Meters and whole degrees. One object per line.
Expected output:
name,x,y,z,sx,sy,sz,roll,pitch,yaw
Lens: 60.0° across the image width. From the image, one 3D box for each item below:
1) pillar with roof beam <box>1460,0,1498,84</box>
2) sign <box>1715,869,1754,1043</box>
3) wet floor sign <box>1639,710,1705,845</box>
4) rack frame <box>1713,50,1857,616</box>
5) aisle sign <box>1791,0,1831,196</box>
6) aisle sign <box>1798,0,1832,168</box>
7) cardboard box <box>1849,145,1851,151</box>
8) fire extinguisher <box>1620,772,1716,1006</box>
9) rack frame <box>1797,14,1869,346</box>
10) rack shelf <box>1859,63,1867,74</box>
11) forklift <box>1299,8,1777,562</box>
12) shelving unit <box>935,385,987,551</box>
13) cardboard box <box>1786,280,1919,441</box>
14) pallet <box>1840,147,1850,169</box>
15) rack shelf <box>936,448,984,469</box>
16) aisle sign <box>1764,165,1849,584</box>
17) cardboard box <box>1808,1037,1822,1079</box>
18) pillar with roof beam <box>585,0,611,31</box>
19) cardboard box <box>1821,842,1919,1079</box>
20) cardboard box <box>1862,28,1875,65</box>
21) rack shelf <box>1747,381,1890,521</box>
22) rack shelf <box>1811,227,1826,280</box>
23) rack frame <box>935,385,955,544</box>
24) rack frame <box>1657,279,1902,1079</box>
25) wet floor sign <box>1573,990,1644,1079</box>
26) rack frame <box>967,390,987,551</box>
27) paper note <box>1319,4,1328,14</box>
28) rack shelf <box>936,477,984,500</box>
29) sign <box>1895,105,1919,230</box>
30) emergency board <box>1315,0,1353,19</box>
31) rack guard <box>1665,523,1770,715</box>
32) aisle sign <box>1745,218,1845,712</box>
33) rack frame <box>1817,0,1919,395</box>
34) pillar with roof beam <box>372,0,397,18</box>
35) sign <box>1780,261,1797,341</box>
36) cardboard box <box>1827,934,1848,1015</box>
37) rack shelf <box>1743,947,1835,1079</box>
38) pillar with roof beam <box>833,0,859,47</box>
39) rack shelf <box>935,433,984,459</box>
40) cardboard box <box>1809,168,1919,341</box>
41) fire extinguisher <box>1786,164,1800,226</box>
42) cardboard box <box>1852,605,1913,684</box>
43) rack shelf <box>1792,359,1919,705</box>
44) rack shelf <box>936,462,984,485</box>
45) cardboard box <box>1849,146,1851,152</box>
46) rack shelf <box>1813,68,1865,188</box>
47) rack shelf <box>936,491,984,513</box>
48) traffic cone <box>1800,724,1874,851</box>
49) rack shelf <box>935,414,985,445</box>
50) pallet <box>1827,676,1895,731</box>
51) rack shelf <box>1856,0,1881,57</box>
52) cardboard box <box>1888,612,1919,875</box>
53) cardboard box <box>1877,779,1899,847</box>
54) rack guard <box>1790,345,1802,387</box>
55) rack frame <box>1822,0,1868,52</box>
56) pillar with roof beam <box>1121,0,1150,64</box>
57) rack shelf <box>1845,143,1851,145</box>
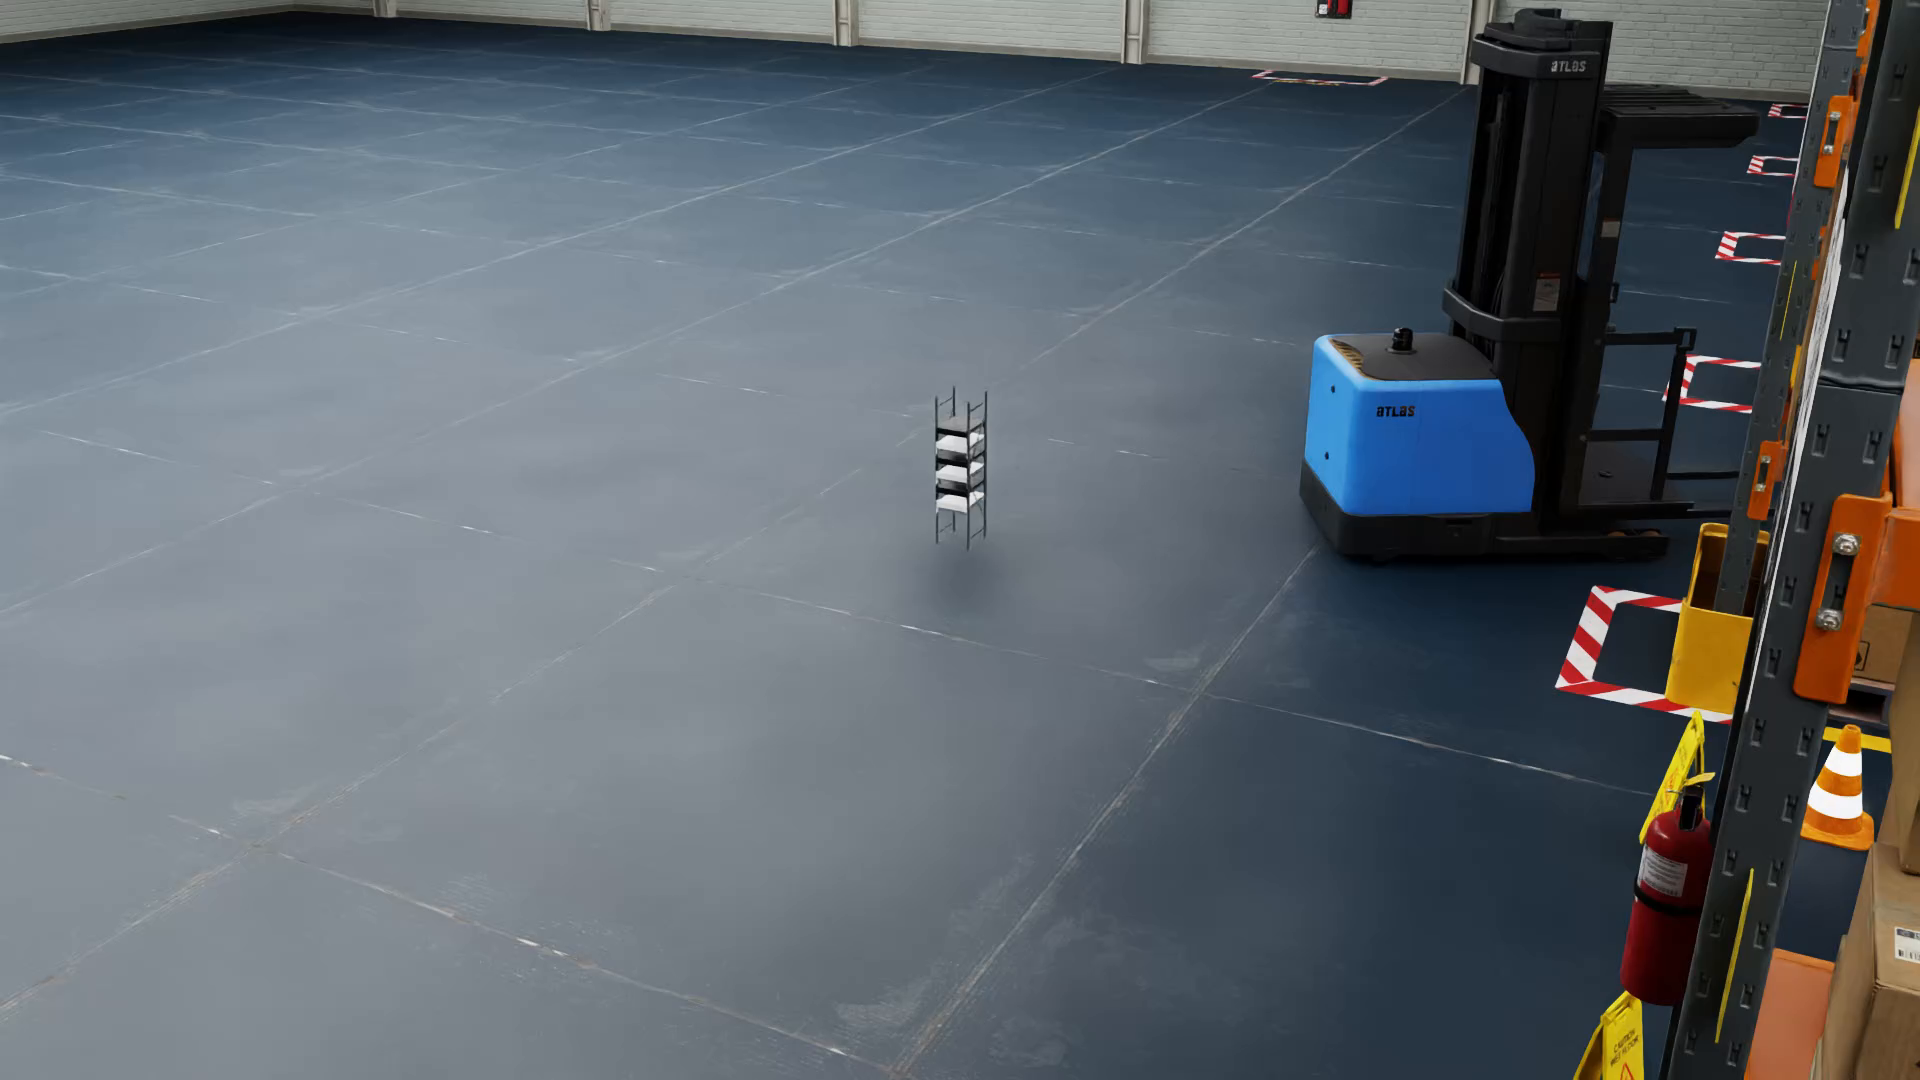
pillar with roof beam,6.549,-10.179,22.188,0.400,9.000,9.100,11,25,25
sign,1.410,0.758,3.029,0.005,0.325,0.100,11,25,25
wet floor sign,2.879,0.990,6.598,0.232,0.644,0.267,7,24,15
rack frame,3.798,-0.780,7.751,0.127,3.000,1.000,11,25,25
aisle sign,3.600,-1.884,7.026,0.004,0.787,0.394,11,25,25
aisle sign,3.870,-2.094,7.518,0.004,0.787,0.394,11,25,25
cardboard box,11.211,-4.890,20.392,0.500,0.250,0.500,11,25,25
fire extinguisher,1.761,0.821,4.085,0.183,0.674,0.296,11,25,25
rack frame,6.126,-2.494,11.783,0.127,3.000,1.000,11,25,25
rack shelf,12.384,-5.269,19.227,4.000,0.370,1.077,11,25,25
forklift,3.624,-1.433,9.374,3.031,2.935,1.130,-1,23,-3
shelving unit,0.007,-0.413,9.571,0.210,0.900,0.258,11,25,25
cardboard box,4.150,-0.799,7.605,0.550,0.550,0.875,11,25,25
pallet,11.301,-4.550,20.179,1.213,0.211,1.003,11,25,25
rack shelf,0.007,-0.465,9.548,0.200,0.077,0.258,11,25,25
aisle sign,1.731,-0.342,3.399,0.004,0.787,0.394,11,25,25
cardboard box,1.865,1.215,3.382,0.250,0.149,0.380,11,26,25
pillar with roof beam,-9.514,-13.358,29.662,0.400,9.000,9.100,11,25,25
cardboard box,1.953,0.964,3.142,0.500,0.500,0.500,11,25,24
cardboard box,11.010,-5.913,19.693,0.500,0.500,0.700,11,25,25
rack shelf,5.583,-0.096,7.062,4.000,0.370,1.077,11,25,25
rack shelf,7.911,-1.810,11.093,4.000,0.370,1.077,11,25,25
rack frame,-0.083,-0.431,9.613,0.006,0.900,0.240,11,25,25
rack frame,1.655,0.967,3.644,0.127,3.000,1.000,11,25,25
wet floor sign,1.968,1.643,5.062,0.267,0.644,0.232,-20,30,-39
rack frame,0.098,-0.395,9.528,0.006,0.900,0.240,11,25,25
paper note,6.177,-9.022,28.257,0.142,0.148,0.016,11,25,25
rack shelf,0.007,-0.299,9.619,0.200,0.077,0.258,11,25,25
sign,1.410,-0.626,2.440,0.005,0.325,0.100,11,25,25
emergency board,6.304,-9.372,27.955,0.643,1.169,0.194,11,25,25
rack guard,3.777,0.366,8.250,0.348,0.500,1.175,11,25,25
aisle sign,1.460,-0.132,2.906,0.004,0.787,0.394,11,25,25
rack frame,1.655,-1.794,2.470,0.127,3.000,1.000,11,25,25
pillar with roof beam,-14.869,-14.417,32.153,0.400,9.000,9.100,11,25,25
sign,3.543,-1.022,7.113,0.005,0.325,0.100,11,25,25
cardboard box,2.085,1.074,3.714,0.250,0.149,0.380,12,26,26
rack shelf,3.440,1.651,2.954,4.000,0.370,1.077,11,25,25
pillar with roof beam,-4.160,-12.298,27.170,0.400,9.000,9.100,11,25,25
rack shelf,0.007,-0.548,9.513,0.200,0.077,0.258,11,25,25
cardboard box,4.112,-1.267,7.325,0.550,0.550,0.875,11,25,25
fire extinguisher,6.232,-2.640,12.224,0.183,0.674,0.296,11,25,25
cardboard box,4.433,0.101,7.858,0.875,0.875,0.875,11,26,25
rack shelf,3.440,0.271,2.367,4.000,0.370,1.077,11,25,25
rack shelf,0.007,-0.382,9.584,0.200,0.077,0.258,11,25,25
cardboard box,10.978,-4.709,19.967,0.500,0.250,0.500,11,25,25
rack shelf,5.583,-1.476,6.475,4.000,0.370,1.077,11,25,25
rack shelf,0.007,-0.216,9.654,0.200,0.077,0.258,11,25,25
traffic cone,3.632,0.977,6.861,0.334,0.463,0.336,11,25,25
rack shelf,0.007,-0.630,9.478,0.200,0.077,0.258,11,25,25
pallet,4.547,0.617,8.029,1.213,0.211,1.003,11,25,25
rack shelf,7.911,-3.191,10.506,4.000,0.370,1.077,11,25,25
cardboard box,2.209,0.338,3.338,0.500,0.500,0.700,11,25,23
cardboard box,2.264,0.783,3.567,0.500,0.500,0.500,11,25,24
rack guard,6.194,-1.331,12.240,0.348,0.500,1.175,11,25,25
rack frame,3.798,-3.541,6.577,0.127,3.000,1.000,11,25,25
pillar with roof beam,1.195,-11.239,24.679,0.400,9.000,9.100,11,25,25
rack shelf,10.146,-3.540,15.161,4.000,0.370,1.077,11,25,25
